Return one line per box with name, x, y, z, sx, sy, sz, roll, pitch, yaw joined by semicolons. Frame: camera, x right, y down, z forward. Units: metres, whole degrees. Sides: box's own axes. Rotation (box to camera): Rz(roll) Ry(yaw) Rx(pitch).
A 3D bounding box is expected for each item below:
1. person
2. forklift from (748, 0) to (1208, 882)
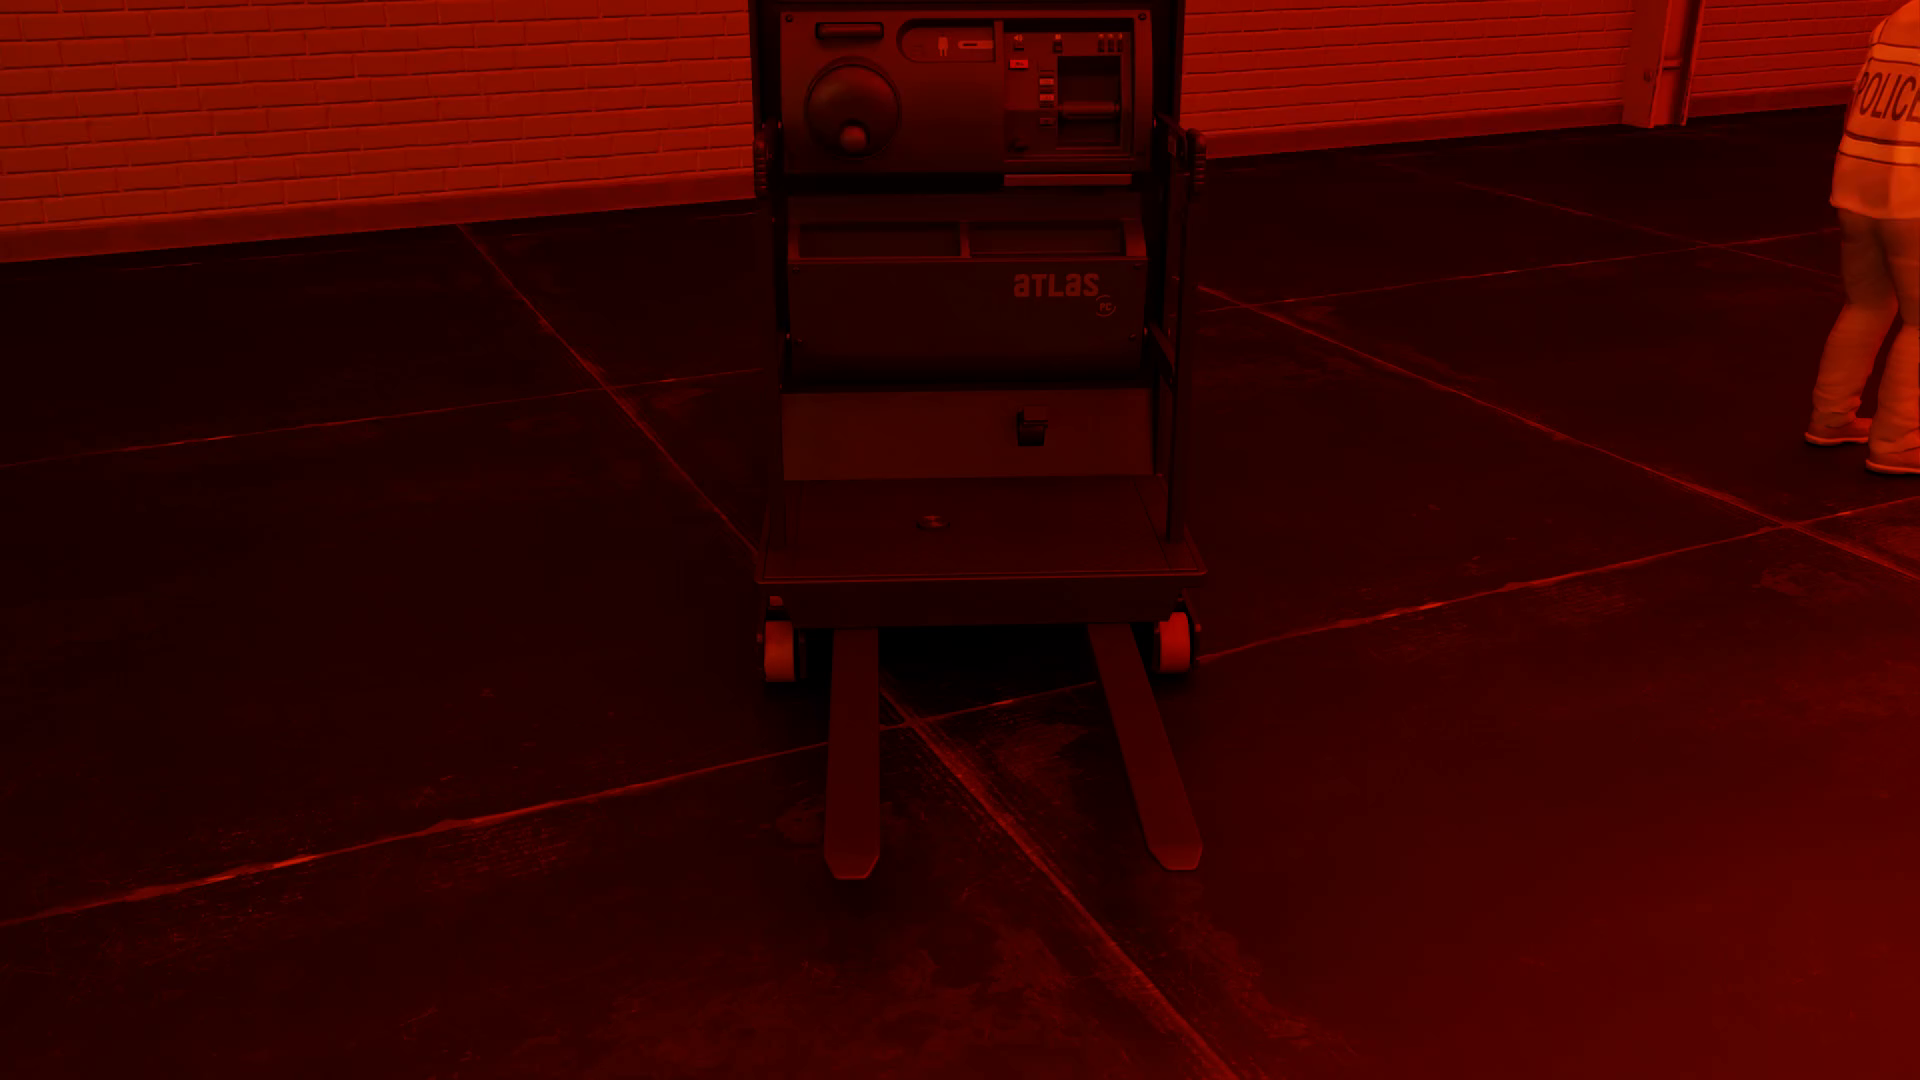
person;3.149;-1.113;5.505;0.442;1.747;0.606;-6;23;-15
forklift;0.030;-1.115;3.970;1.130;2.935;3.031;-1;23;-3
